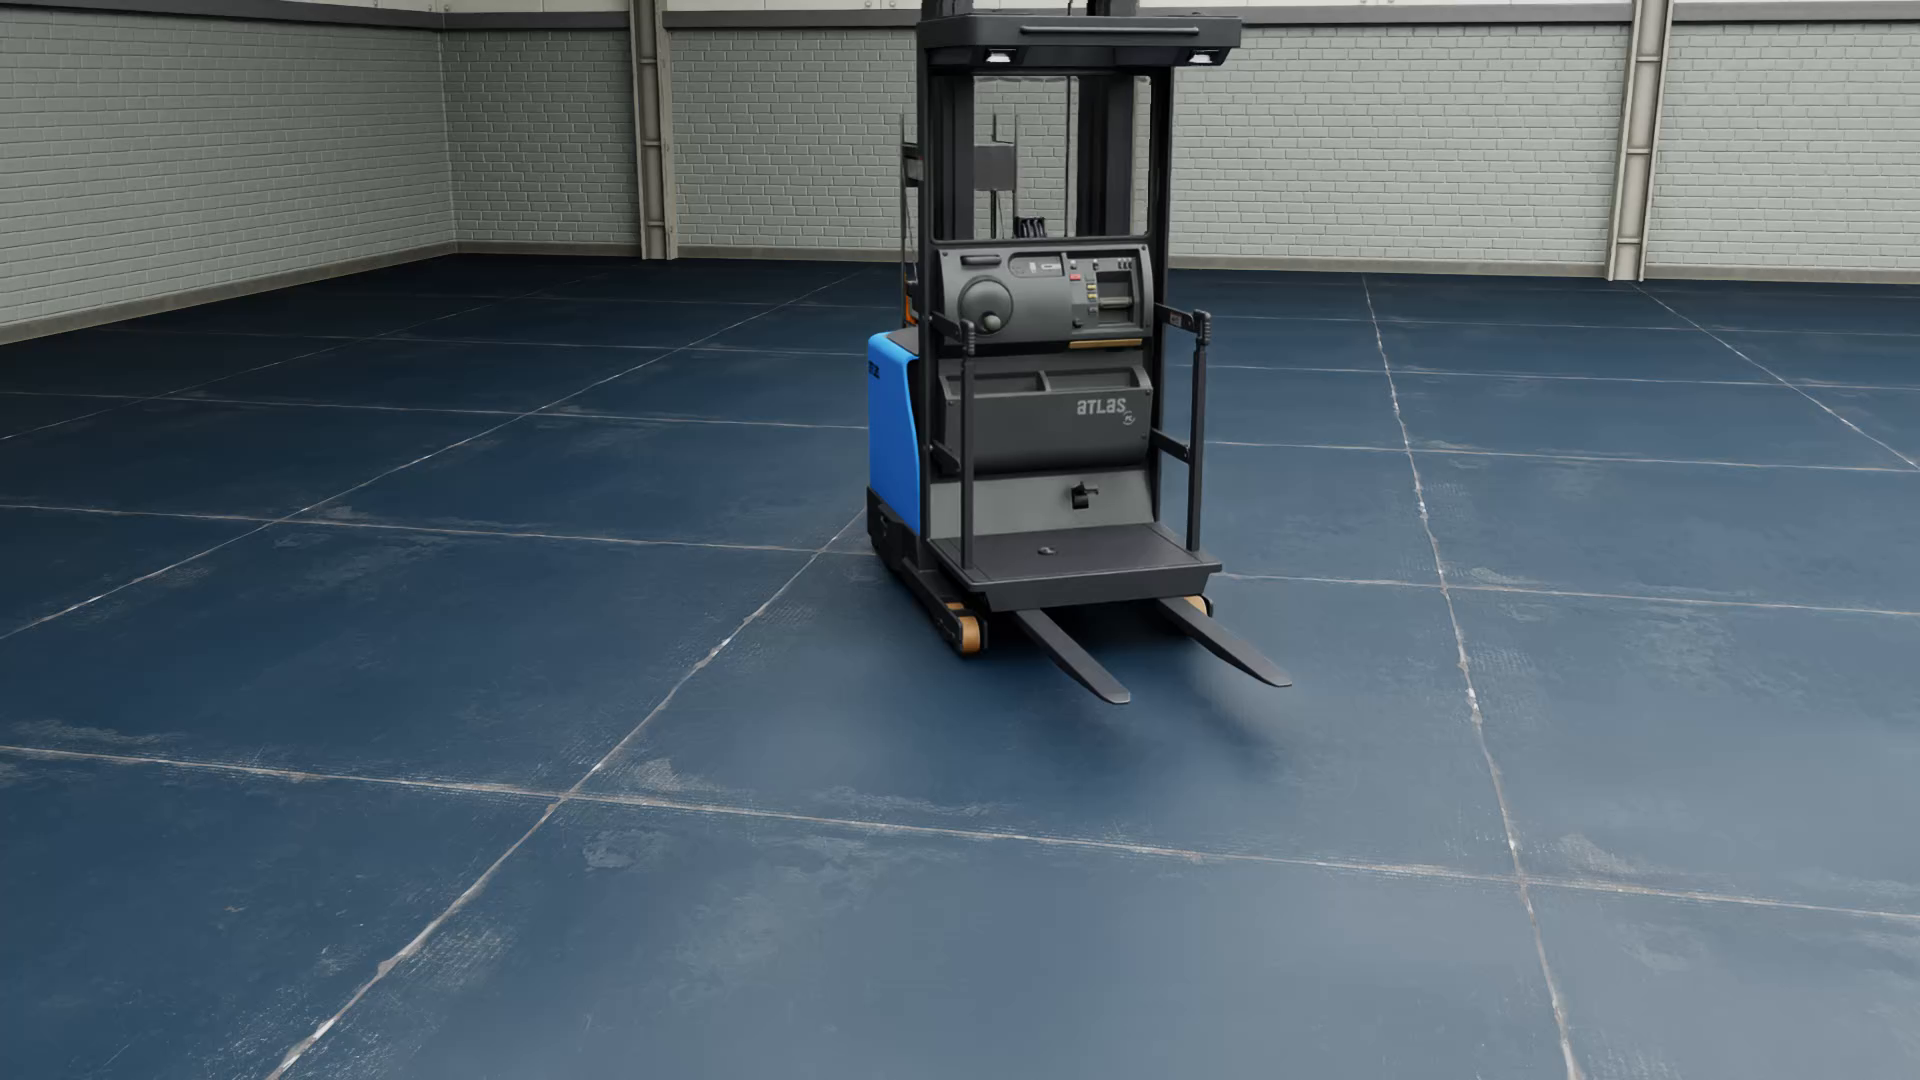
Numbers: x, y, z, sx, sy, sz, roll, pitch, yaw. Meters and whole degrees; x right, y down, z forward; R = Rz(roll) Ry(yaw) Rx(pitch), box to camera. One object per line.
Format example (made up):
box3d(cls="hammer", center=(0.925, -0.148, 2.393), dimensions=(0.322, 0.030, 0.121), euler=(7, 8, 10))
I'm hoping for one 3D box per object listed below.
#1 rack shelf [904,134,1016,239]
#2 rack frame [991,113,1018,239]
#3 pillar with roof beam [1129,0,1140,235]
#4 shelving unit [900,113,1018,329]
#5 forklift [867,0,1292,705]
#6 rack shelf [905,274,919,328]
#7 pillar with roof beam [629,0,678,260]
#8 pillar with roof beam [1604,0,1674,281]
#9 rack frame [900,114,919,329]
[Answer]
box3d(cls="rack shelf", center=(-0.009, -1.771, 8.382), dimensions=(0.480, 0.518, 0.431), euler=(-4, 16, -15))
box3d(cls="rack frame", center=(0.225, -1.128, 8.630), dimensions=(0.015, 2.100, 0.400), euler=(-4, 16, -15))
box3d(cls="pillar with roof beam", center=(1.075, -6.602, 15.469), dimensions=(0.400, 9.000, 9.100), euler=(3, 16, 11))
box3d(cls="shelving unit", center=(-0.009, -1.110, 8.566), dimensions=(0.503, 2.100, 0.431), euler=(-4, 16, -15))
box3d(cls="forklift", center=(0.430, -1.055, 6.811), dimensions=(1.130, 2.935, 3.031), euler=(-4, 16, -15))
box3d(cls="rack shelf", center=(-0.009, -1.097, 8.569), dimensions=(0.480, 0.518, 0.431), euler=(-4, 16, -15))
box3d(cls="pillar with roof beam", center=(-4.804, -6.921, 16.621), dimensions=(0.400, 9.000, 9.100), euler=(3, 16, 11))
box3d(cls="pillar with roof beam", center=(6.955, -6.283, 14.317), dimensions=(0.400, 9.000, 9.100), euler=(3, 16, 11))
box3d(cls="rack frame", center=(-0.244, -1.092, 8.501), dimensions=(0.015, 2.100, 0.400), euler=(-4, 16, -15))
